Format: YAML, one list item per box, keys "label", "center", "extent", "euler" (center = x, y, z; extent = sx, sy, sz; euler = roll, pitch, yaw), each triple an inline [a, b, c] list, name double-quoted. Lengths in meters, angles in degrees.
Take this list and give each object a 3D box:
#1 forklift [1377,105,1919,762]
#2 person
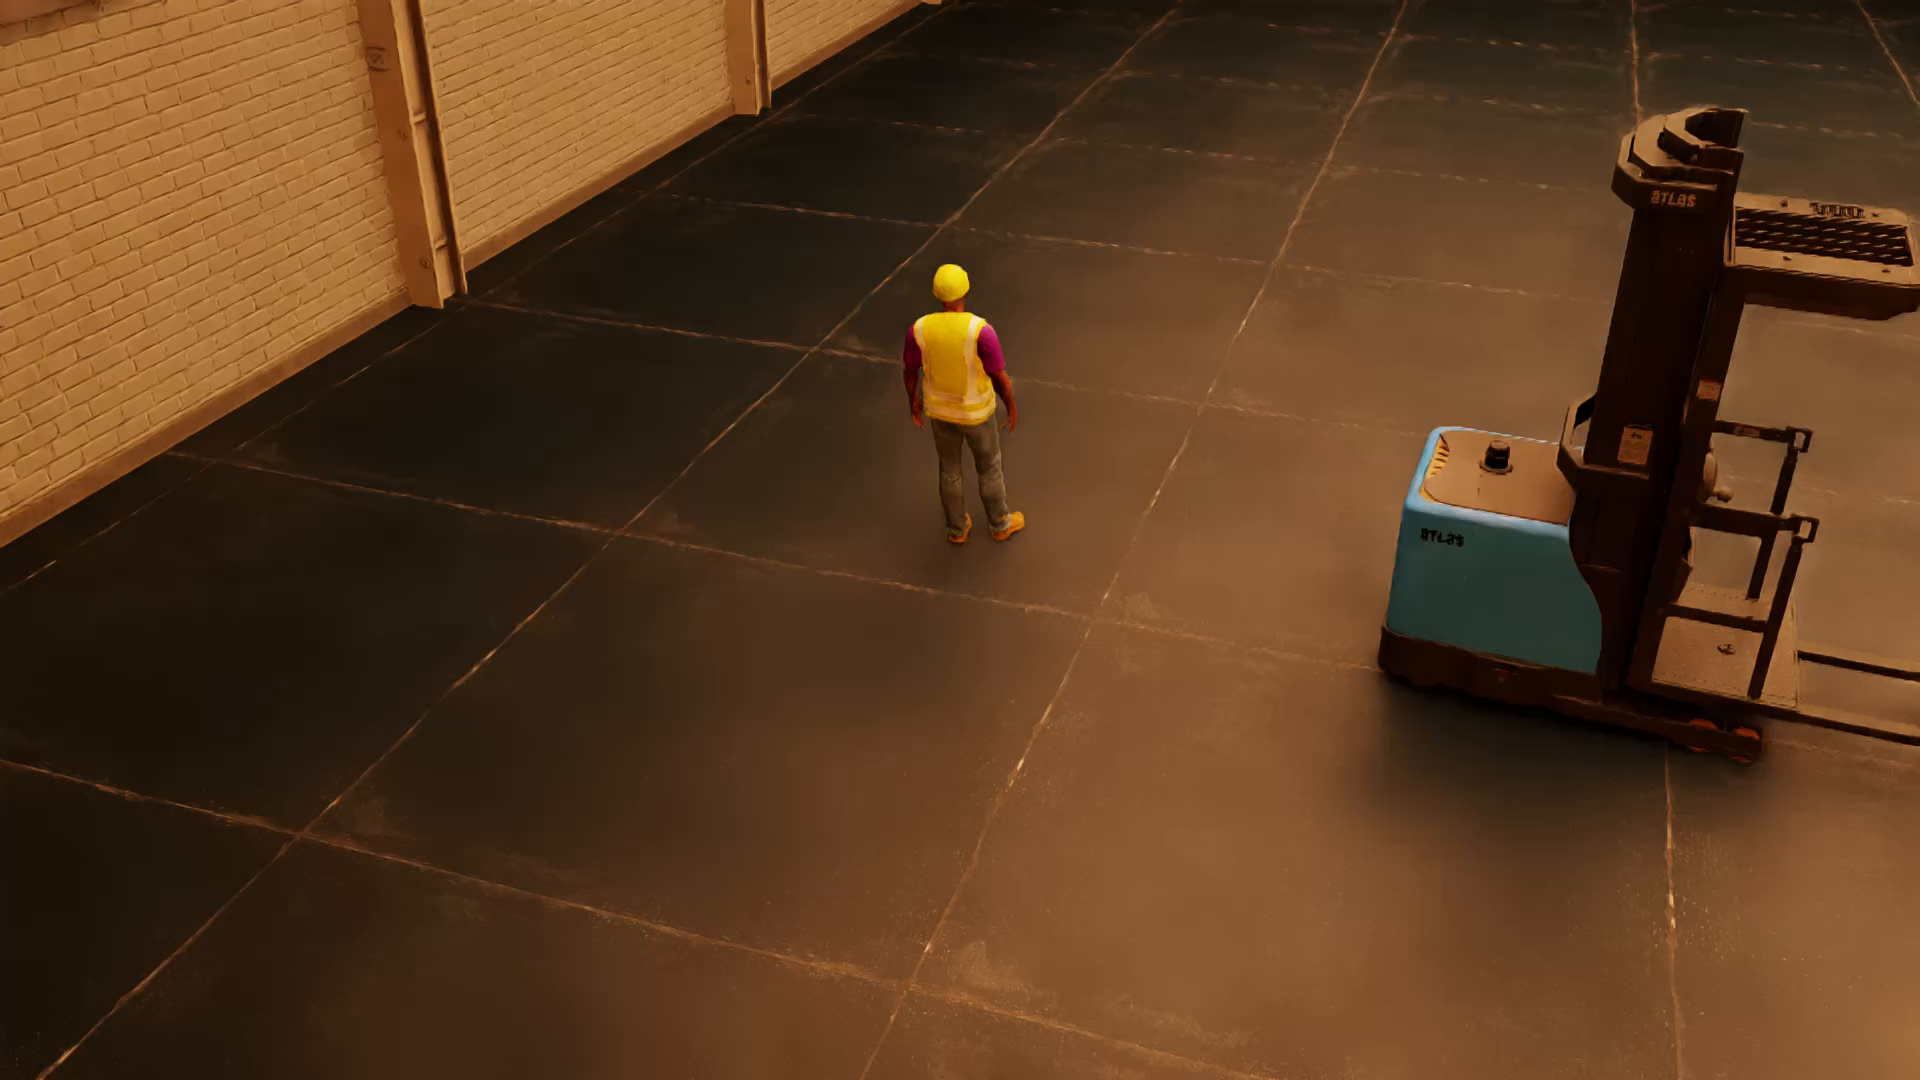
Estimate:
- label: "forklift"
  center: [3.780, -0.482, 7.981]
  extent: [3.031, 2.935, 1.130]
  euler: [12, 32, 19]
- label: "person"
  center: [0.028, -0.805, 9.711]
  extent: [0.665, 1.766, 0.576]
  euler: [10, 31, 16]
